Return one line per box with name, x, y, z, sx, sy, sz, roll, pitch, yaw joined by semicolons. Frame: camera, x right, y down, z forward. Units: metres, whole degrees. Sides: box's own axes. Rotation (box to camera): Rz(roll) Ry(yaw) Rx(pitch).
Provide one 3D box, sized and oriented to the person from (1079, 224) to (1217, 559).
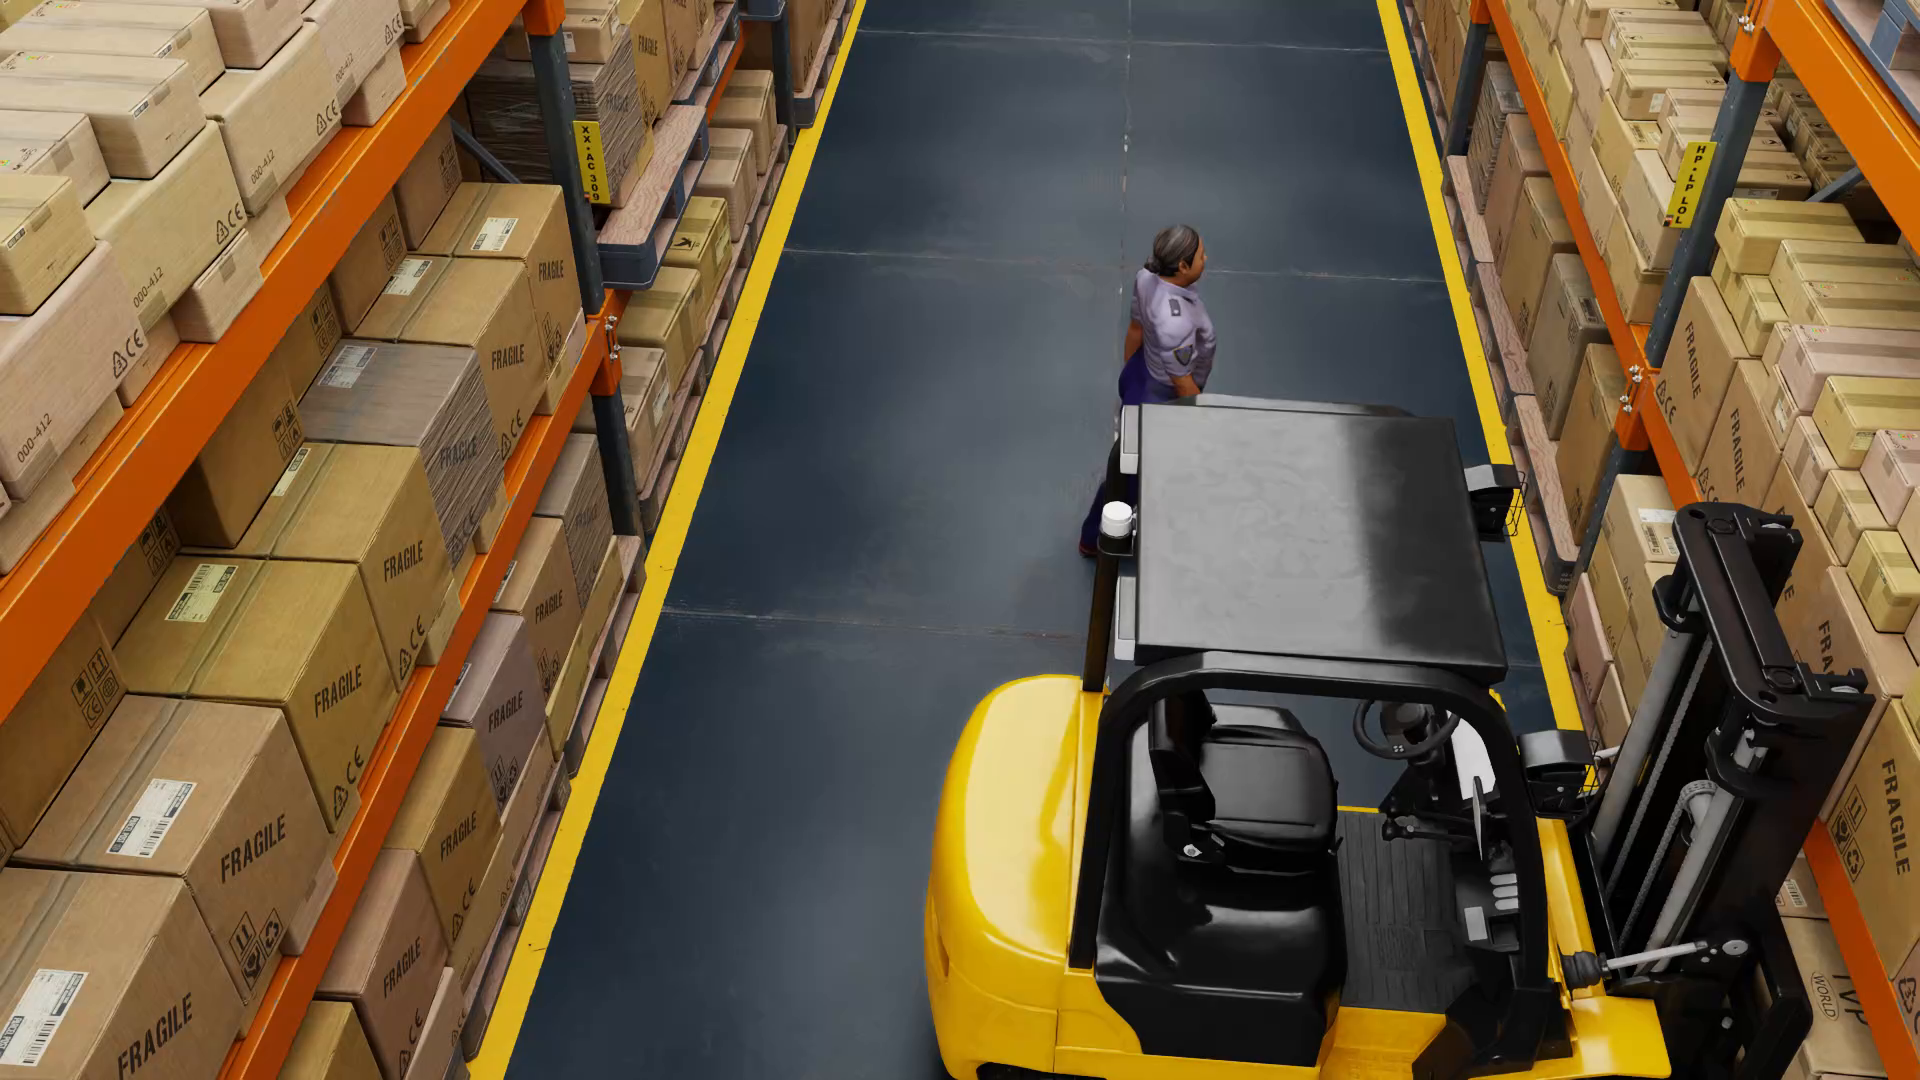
person;0.929;-0.536;6.857;0.815;1.523;0.499;-1;40;-1
